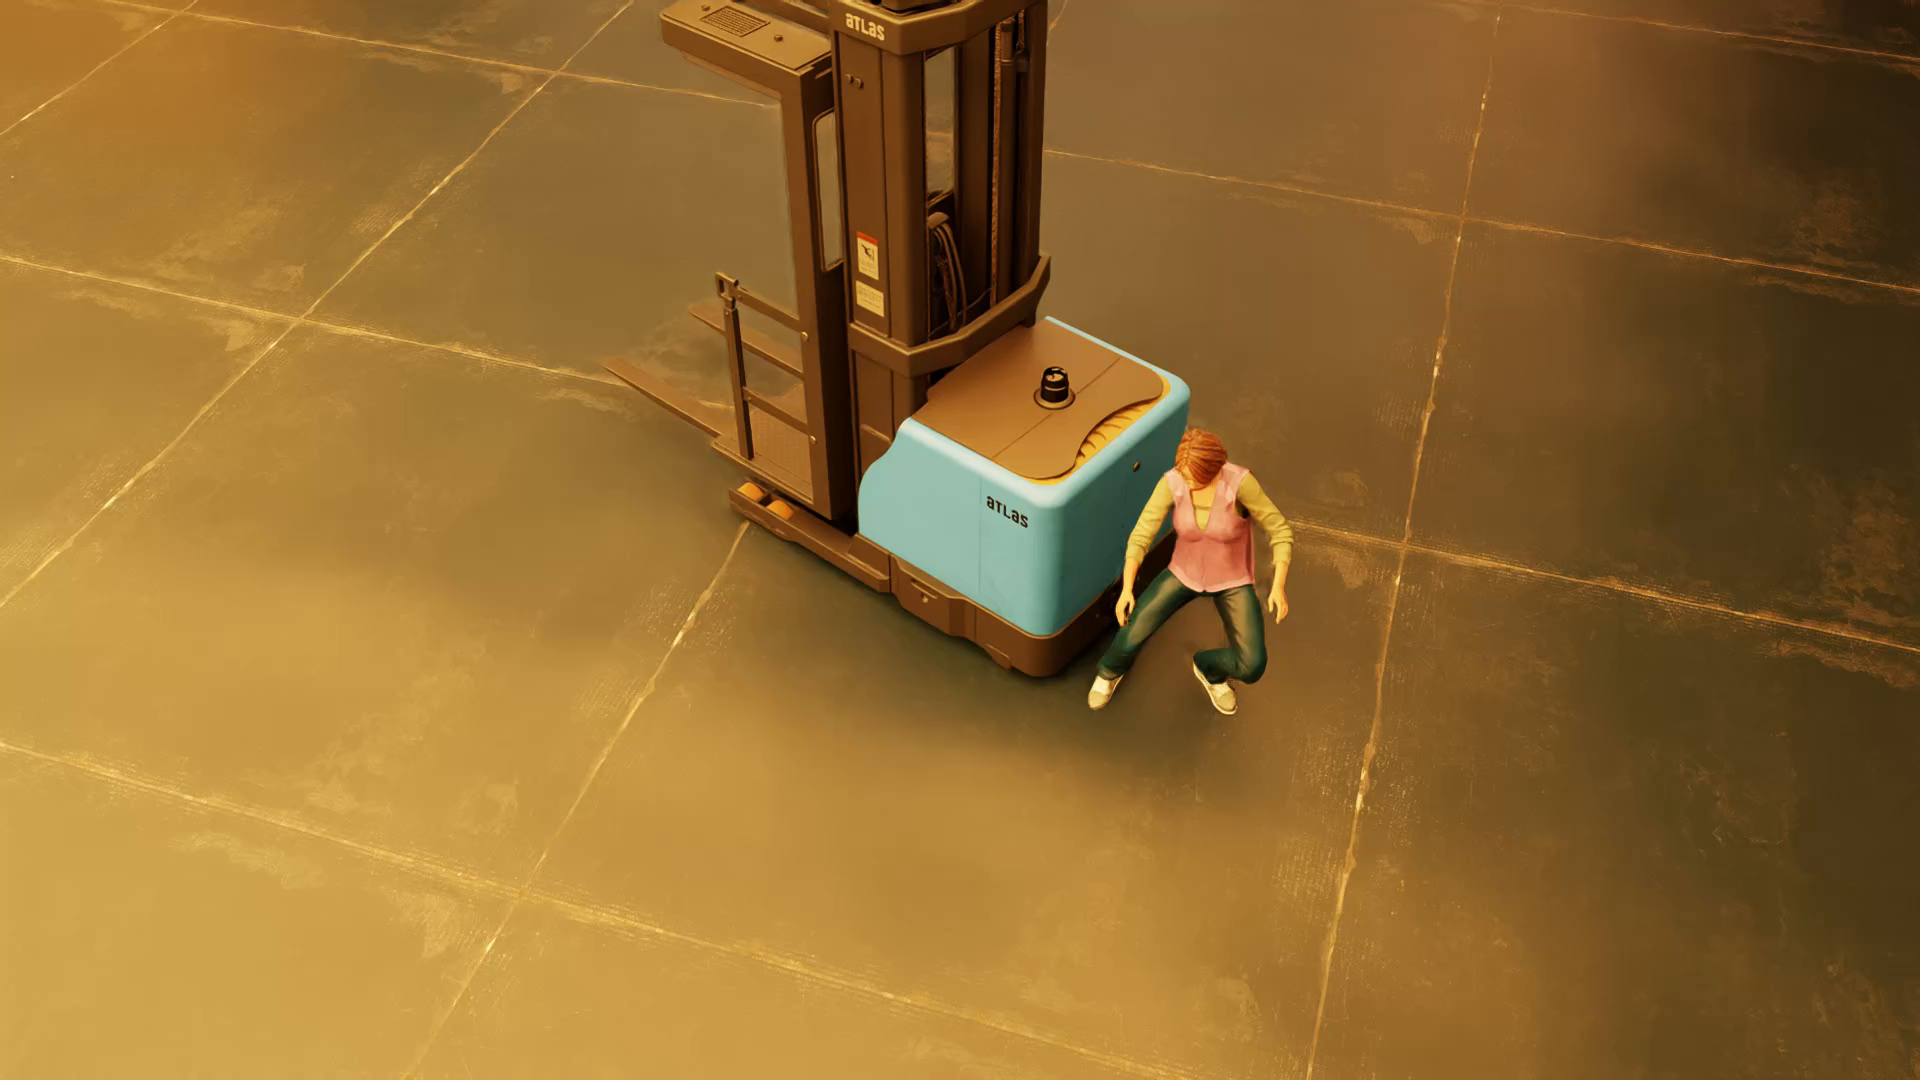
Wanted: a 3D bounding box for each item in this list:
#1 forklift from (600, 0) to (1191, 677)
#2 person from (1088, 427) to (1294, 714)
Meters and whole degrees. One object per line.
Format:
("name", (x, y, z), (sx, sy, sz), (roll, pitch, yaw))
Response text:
("forklift", (-0.468, -1.340, 7.129), (3.031, 2.935, 1.130), (30, 50, 28))
("person", (0.914, 0.237, 6.576), (0.765, 1.440, 0.682), (13, 45, 14))
